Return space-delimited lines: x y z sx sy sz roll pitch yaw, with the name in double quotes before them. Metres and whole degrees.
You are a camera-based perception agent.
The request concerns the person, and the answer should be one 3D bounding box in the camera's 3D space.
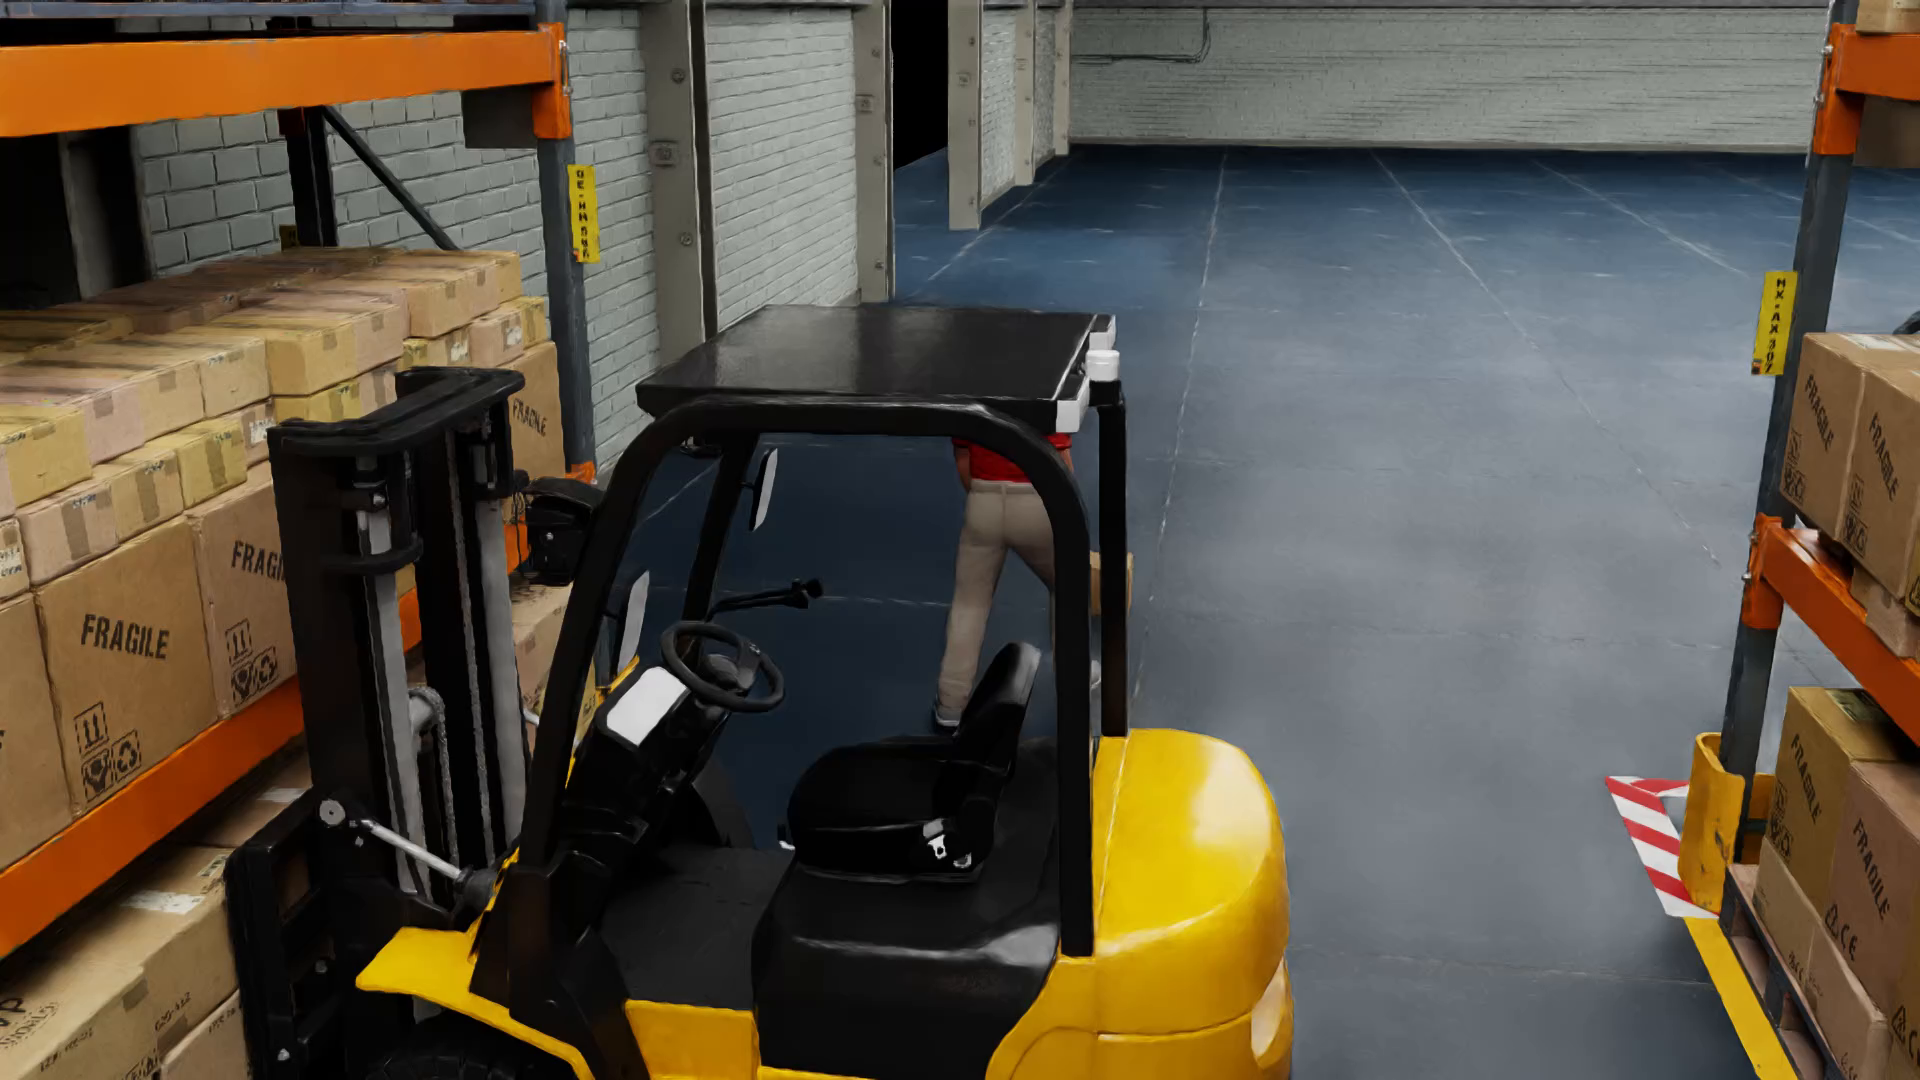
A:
"person" 0.239 -0.100 6.930 0.620 1.683 0.807 6 19 19
